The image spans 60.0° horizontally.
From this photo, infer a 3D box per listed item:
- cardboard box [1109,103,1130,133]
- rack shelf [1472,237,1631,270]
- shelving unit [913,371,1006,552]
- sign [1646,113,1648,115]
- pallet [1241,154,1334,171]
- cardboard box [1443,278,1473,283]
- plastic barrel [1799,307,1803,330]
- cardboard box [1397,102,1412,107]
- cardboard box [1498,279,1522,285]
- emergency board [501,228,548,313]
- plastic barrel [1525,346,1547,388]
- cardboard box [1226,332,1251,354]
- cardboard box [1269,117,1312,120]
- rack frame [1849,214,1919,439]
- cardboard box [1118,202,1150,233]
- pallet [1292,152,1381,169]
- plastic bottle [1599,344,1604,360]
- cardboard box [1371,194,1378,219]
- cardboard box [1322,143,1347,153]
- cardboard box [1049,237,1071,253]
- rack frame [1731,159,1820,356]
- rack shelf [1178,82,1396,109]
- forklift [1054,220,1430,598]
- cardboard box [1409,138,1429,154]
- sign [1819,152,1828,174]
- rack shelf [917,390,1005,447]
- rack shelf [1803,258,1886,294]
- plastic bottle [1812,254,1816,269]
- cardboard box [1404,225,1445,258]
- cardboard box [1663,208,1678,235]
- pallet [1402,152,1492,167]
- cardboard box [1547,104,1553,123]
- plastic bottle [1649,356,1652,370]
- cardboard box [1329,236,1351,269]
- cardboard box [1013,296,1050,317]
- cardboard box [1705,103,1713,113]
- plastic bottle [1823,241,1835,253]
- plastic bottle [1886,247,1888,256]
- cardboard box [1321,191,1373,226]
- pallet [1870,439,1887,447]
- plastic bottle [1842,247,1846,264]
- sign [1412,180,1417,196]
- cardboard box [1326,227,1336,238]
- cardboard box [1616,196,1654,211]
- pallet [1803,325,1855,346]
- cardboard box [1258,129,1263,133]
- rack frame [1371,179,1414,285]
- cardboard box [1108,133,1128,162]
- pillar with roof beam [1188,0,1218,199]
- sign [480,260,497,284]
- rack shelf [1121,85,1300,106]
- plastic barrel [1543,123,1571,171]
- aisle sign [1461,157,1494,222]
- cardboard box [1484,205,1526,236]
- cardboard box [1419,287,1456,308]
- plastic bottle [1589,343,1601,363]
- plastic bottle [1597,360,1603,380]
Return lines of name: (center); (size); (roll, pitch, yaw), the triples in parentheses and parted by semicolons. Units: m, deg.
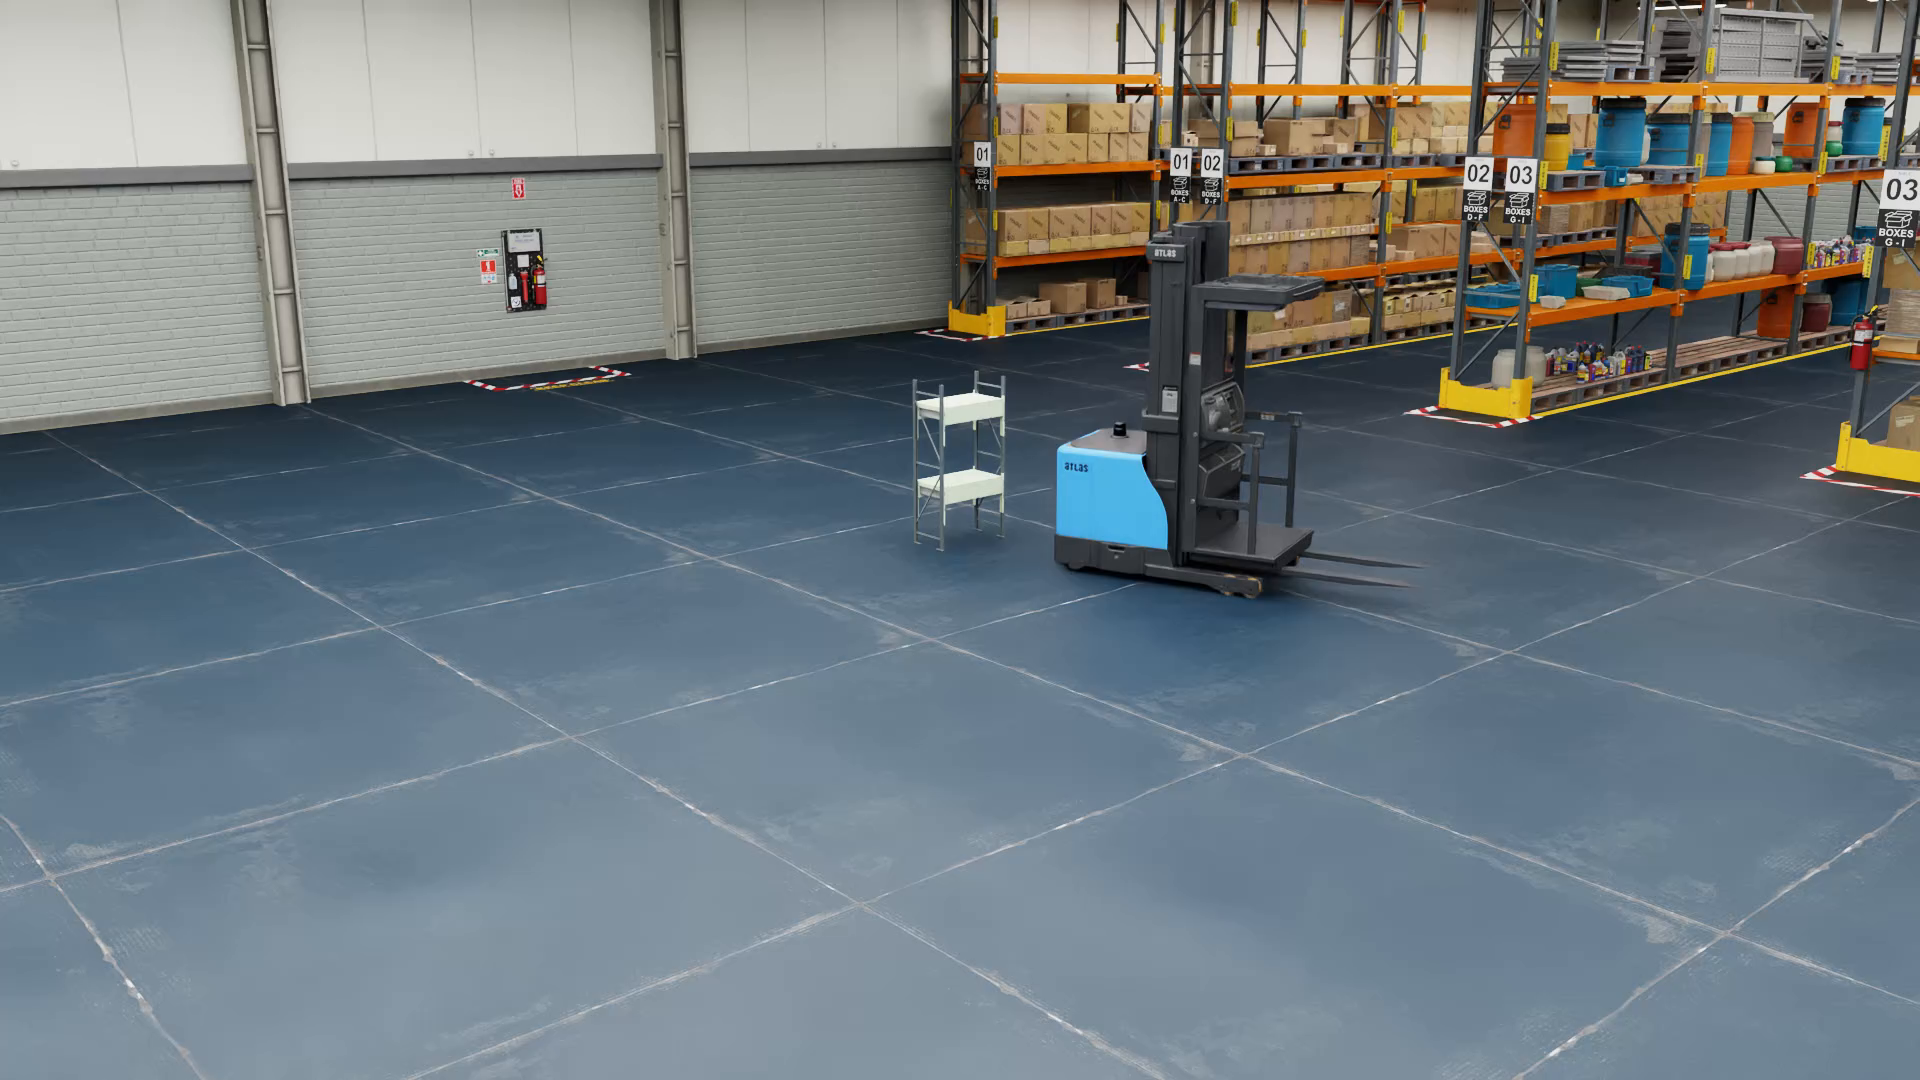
cardboard box: (2.638, -7.453, 29.356); (0.500, 0.500, 0.500); (-11, 19, -36)
rack shelf: (11.027, -5.401, 31.050); (4.000, 0.370, 1.077); (-13, 19, -39)
shelving unit: (-0.005, -0.723, 15.052); (0.755, 1.500, 0.431); (-13, 19, -39)
sign: (12.903, -7.869, 31.319); (0.005, 0.325, 0.100); (-13, 19, -39)
pallet: (4.955, -5.783, 25.447); (1.213, 0.211, 1.003); (-13, 19, -39)
cardboard box: (8.931, -4.523, 29.799); (0.500, 0.311, 0.500); (-12, 19, -38)
plastic barrel: (13.492, -3.645, 27.089); (0.421, 0.512, 0.421); (0, 15, 0)
cardboard box: (9.655, -9.205, 35.915); (0.500, 0.500, 0.500); (-13, 20, -40)
cardboard box: (10.049, -4.436, 30.035); (0.500, 0.500, 0.500); (-12, 19, -37)
emergency board: (-6.227, -3.877, 23.953); (0.643, 1.169, 0.194); (-13, 19, -39)
plastic barrel: (7.557, -2.301, 22.060); (0.421, 0.512, 0.421); (0, 15, 0)
cardboard box: (4.034, -2.976, 25.094); (0.500, 0.250, 0.500); (-13, 19, -39)
cardboard box: (6.585, -8.175, 33.183); (0.700, 0.500, 0.500); (14, 21, 43)
rack frame: (9.983, -2.125, 17.393); (0.127, 3.000, 1.000); (-13, 19, -39)
cardboard box: (3.093, -5.855, 30.155); (0.500, 0.500, 0.500); (-13, 20, -39)
pallet: (5.874, -5.989, 26.216); (1.213, 0.211, 1.003); (-13, 19, -39)
plastic bottle: (9.221, -2.693, 23.952); (0.097, 0.271, 0.097); (0, 15, 0)
cardboard box: (8.336, -6.953, 34.660); (0.500, 0.500, 0.500); (-13, 19, -39)
cardboard box: (5.770, -6.073, 25.761); (0.250, 0.149, 0.380); (-13, 19, -39)
cardboard box: (1.576, -5.152, 28.976); (0.500, 0.250, 0.500); (-13, 20, -40)
rack frame: (12.767, -4.444, 26.076); (0.127, 3.000, 1.000); (-13, 19, -39)
rack shelf: (4.992, -6.751, 25.254); (4.000, 0.370, 1.077); (-13, 19, -39)
forklift: (2.354, -1.099, 13.685); (3.031, 2.935, 1.130); (8, 17, 27)
cardboard box: (7.385, -6.507, 27.464); (0.500, 0.250, 0.500); (14, 20, 42)
sign: (13.134, -5.737, 25.306); (0.005, 0.325, 0.100); (-13, 19, -39)
rack shelf: (-0.005, -1.100, 14.951); (0.720, 0.370, 0.431); (-13, 19, -39)
rack shelf: (14.276, -4.436, 27.437); (4.000, 0.370, 1.077); (-13, 19, -39)
plastic bottle: (13.411, -4.407, 26.185); (0.097, 0.271, 0.097); (0, 15, 0)
cardboard box: (7.866, -5.081, 28.266); (0.500, 0.500, 0.500); (-13, 19, -39)
cardboard box: (13.862, -6.340, 32.980); (0.500, 0.500, 0.500); (-13, 20, -40)
pallet: (8.223, -6.445, 28.119); (1.213, 0.211, 1.003); (-12, 19, -37)
cardboard box: (10.236, -7.549, 29.755); (0.500, 0.500, 0.500); (-13, 19, -39)
plastic bottle: (9.681, -2.505, 23.386); (0.097, 0.201, 0.097); (0, 15, 0)
cardboard box: (5.777, -4.613, 26.514); (0.500, 0.500, 0.700); (-13, 20, -40)
cardboard box: (1.240, -4.128, 29.248); (0.500, 0.311, 0.500); (-11, 18, -35)
cardboard box: (14.744, -8.587, 33.640); (0.500, 0.500, 0.700); (-13, 19, -39)
plastic bottle: (14.587, -4.871, 27.915); (0.135, 0.276, 0.152); (-13, 19, -39)
plastic bottle: (15.555, -4.888, 27.962); (0.133, 0.283, 0.061); (-13, 19, -39)
cardboard box: (6.170, -5.330, 26.685); (0.500, 0.500, 0.700); (-13, 19, -39)
pallet: (10.677, -0.921, 18.290); (1.213, 0.211, 1.003); (-13, 19, -39)
plastic bottle: (14.282, -4.603, 26.918); (0.097, 0.271, 0.097); (0, 15, 0)
sign: (9.645, -7.468, 35.305); (0.005, 0.325, 0.100); (-13, 19, -39)
cardboard box: (5.668, -4.834, 26.083); (0.250, 0.149, 0.380); (-13, 20, -40)
cardboard box: (13.076, -6.643, 32.177); (0.500, 0.500, 0.500); (-12, 19, -38)
pallet: (14.254, -3.444, 27.736); (1.213, 0.211, 1.003); (-13, 19, -39)
cardboard box: (5.570, -7.803, 32.605); (0.500, 0.500, 0.500); (-13, 19, -39)
rack frame: (9.281, -7.051, 35.833); (0.127, 3.000, 1.000); (-13, 19, -39)
cardboard box: (2.638, -6.986, 29.545); (0.500, 0.500, 0.500); (14, 20, 42)
pillar with roof beam: (7.541, -8.382, 29.191); (0.400, 9.000, 9.100); (-13, 19, -39)
sign: (-6.711, -3.821, 23.673); (0.234, 0.329, 0.001); (-13, 19, -39)
rack shelf: (4.755, -8.392, 31.399); (4.000, 0.370, 1.077); (-13, 19, -39)
plastic barrel: (7.509, -5.050, 21.353); (0.600, 0.588, 0.600); (0, 15, 0)
aisle sign: (6.483, -4.391, 20.838); (0.004, 0.787, 0.394); (-13, 19, -39)
cardboard box: (9.920, -5.789, 30.103); (0.700, 0.500, 0.500); (8, 17, 28)
cardboard box: (8.135, -4.159, 28.437); (0.500, 0.311, 0.500); (-12, 19, -38)
plastic bottle: (8.963, -2.616, 23.510); (0.185, 0.351, 0.144); (-13, 19, -39)
plastic bottle: (8.638, -2.305, 22.501); (0.097, 0.271, 0.097); (0, 15, 0)
